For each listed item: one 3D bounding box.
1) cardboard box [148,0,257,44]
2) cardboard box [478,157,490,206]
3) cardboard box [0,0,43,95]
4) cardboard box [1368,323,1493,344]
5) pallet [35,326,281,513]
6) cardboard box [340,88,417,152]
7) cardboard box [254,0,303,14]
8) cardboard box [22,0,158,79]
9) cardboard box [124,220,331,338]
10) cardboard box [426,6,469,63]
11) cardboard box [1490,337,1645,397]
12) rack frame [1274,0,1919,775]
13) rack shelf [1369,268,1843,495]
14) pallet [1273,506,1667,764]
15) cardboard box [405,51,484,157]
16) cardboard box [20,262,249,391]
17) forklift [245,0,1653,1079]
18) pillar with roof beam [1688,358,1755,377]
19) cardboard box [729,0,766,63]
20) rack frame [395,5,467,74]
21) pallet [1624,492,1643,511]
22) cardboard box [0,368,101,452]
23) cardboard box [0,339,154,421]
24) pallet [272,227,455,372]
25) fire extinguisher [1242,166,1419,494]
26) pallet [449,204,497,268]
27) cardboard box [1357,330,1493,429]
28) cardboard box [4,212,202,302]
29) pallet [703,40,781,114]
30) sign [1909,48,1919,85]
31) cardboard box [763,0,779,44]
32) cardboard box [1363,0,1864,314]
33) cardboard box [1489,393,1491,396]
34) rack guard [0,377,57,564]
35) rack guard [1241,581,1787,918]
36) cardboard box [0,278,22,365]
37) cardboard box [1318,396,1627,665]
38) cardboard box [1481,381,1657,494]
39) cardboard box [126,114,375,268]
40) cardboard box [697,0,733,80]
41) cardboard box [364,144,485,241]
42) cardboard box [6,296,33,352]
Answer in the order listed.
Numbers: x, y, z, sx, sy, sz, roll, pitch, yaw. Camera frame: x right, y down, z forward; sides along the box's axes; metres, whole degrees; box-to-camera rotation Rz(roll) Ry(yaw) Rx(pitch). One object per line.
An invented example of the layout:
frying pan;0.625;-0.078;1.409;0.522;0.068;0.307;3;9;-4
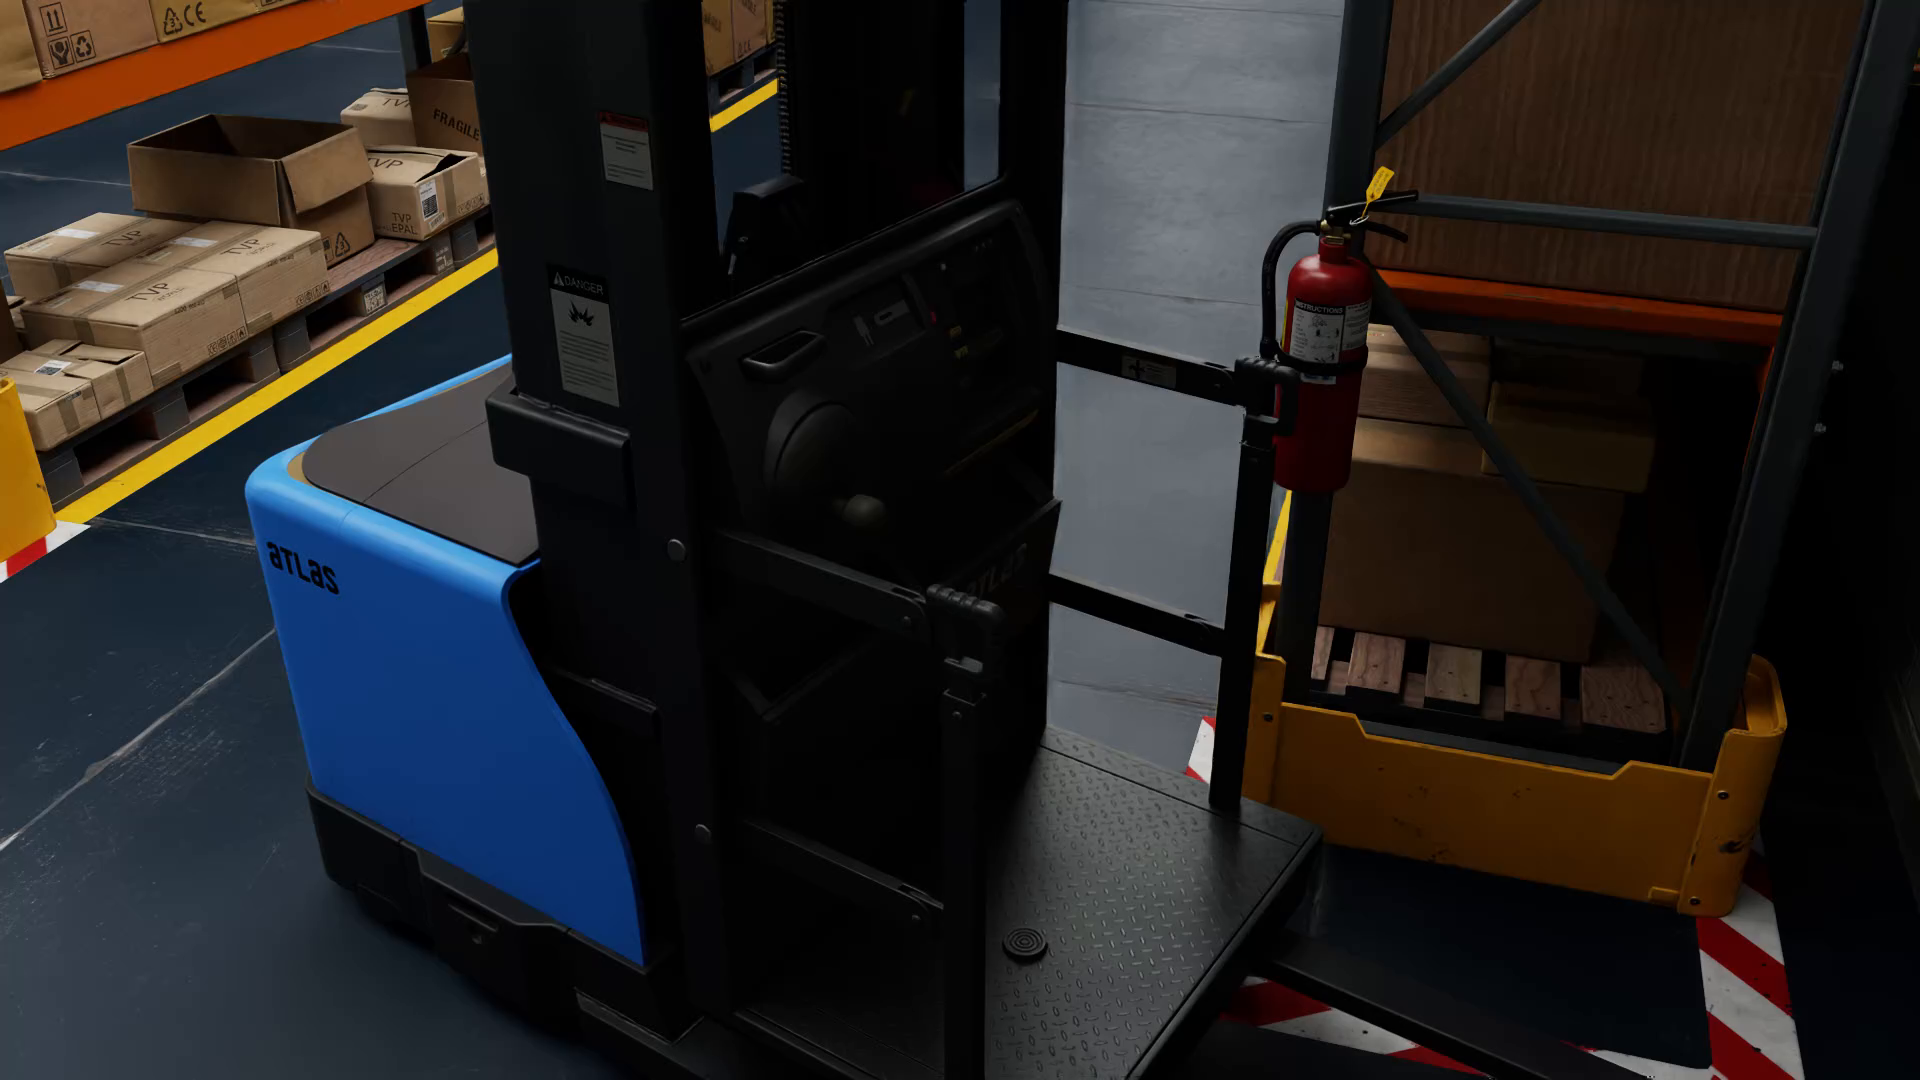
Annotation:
cardboard box;-2.827;-2.020;5.693;0.500;0.500;0.500;8;30;15
cardboard box;-2.280;-1.652;7.613;0.380;0.149;0.250;8;30;15
cardboard box;-3.123;-1.547;4.842;0.500;0.500;0.500;9;30;16
cardboard box;1.279;-0.548;4.622;0.380;0.149;0.250;9;30;16
pallet;-3.250;-0.522;5.971;1.003;0.211;1.213;8;30;15
cardboard box;-2.662;-2.046;8.156;0.500;0.311;0.500;8;30;15
cardboard box;-2.679;-2.252;6.110;0.500;0.500;0.500;9;30;16
cardboard box;-2.977;-1.787;5.274;0.500;0.500;0.500;8;30;14
cardboard box;-2.781;-1.002;6.342;0.500;0.250;0.500;8;30;15
cardboard box;-2.461;-2.563;8.891;0.500;0.500;0.500;8;30;15
cardboard box;1.643;-0.492;4.522;0.380;0.149;0.250;9;30;15
rack frame;1.231;-0.629;3.296;1.000;3.000;0.127;8;30;15
rack shelf;1.818;-1.244;5.141;1.077;0.370;4.000;8;30;15
pallet;1.391;0.207;4.662;1.003;0.211;1.213;8;30;15
cardboard box;-2.228;-1.988;7.857;0.500;0.500;0.500;8;30;15
cardboard box;-2.928;-0.770;5.924;0.500;0.250;0.500;8;30;15
forklift;0.062;-0.282;2.742;3.031;2.935;1.130;18;34;29
pillar with roof beam;-1.089;-5.275;5.476;9.100;9.000;0.400;8;30;15
cardboard box;-1.508;-3.199;10.033;0.500;0.500;0.500;7;30;13
rack frame;-2.332;-3.193;7.905;1.000;3.000;0.127;8;30;15
pallet;1.751;-0.359;5.678;1.003;0.211;1.213;8;30;15
cardboard box;-3.054;-0.426;5.411;0.380;0.149;0.250;8;30;15
cardboard box;-2.981;-0.550;5.616;0.380;0.166;0.250;8;30;15
pallet;-2.890;-1.087;6.987;1.003;0.211;1.213;8;30;15
fire extinguisher;0.746;-0.428;3.398;0.296;0.674;0.183;8;30;15
pallet;-2.534;-1.656;8.009;1.003;0.211;1.213;8;30;15
cardboard box;1.204;-0.429;4.408;0.380;0.149;0.250;8;30;14
cardboard box;-3.274;-1.050;6.428;0.500;0.250;0.500;8;30;15
pallet;-1.773;-2.927;10.294;1.003;0.211;1.213;8;30;15
sign;1.760;-0.960;2.919;0.100;0.325;0.005;8;30;15
cardboard box;-1.360;-3.444;10.473;0.500;0.500;0.500;7;30;13
cardboard box;1.371;-0.999;3.651;0.980;0.700;0.700;10;31;17
cardboard box;1.488;-0.293;4.830;0.700;0.500;0.500;8;30;15
rack guard;-3.483;-0.277;5.234;1.175;0.500;0.348;8;30;15
rack guard;1.224;0.474;3.883;1.175;0.500;0.348;8;30;15
cardboard box;-3.582;-0.722;5.581;0.500;0.500;0.500;8;30;15
cardboard box;1.341;-0.060;4.412;0.700;0.500;0.500;8;30;15
cardboard box;1.495;-0.257;4.098;0.380;0.149;0.250;9;30;15
cardboard box;-2.878;-1.421;6.834;0.797;0.503;0.637;8;30;15
cardboard box;-1.657;-2.964;9.611;0.500;0.500;0.500;9;30;15
cardboard box;-2.448;-1.557;7.276;0.500;0.311;0.500;8;30;15
cardboard box;-3.377;-0.752;5.978;0.380;0.166;0.250;8;30;15
